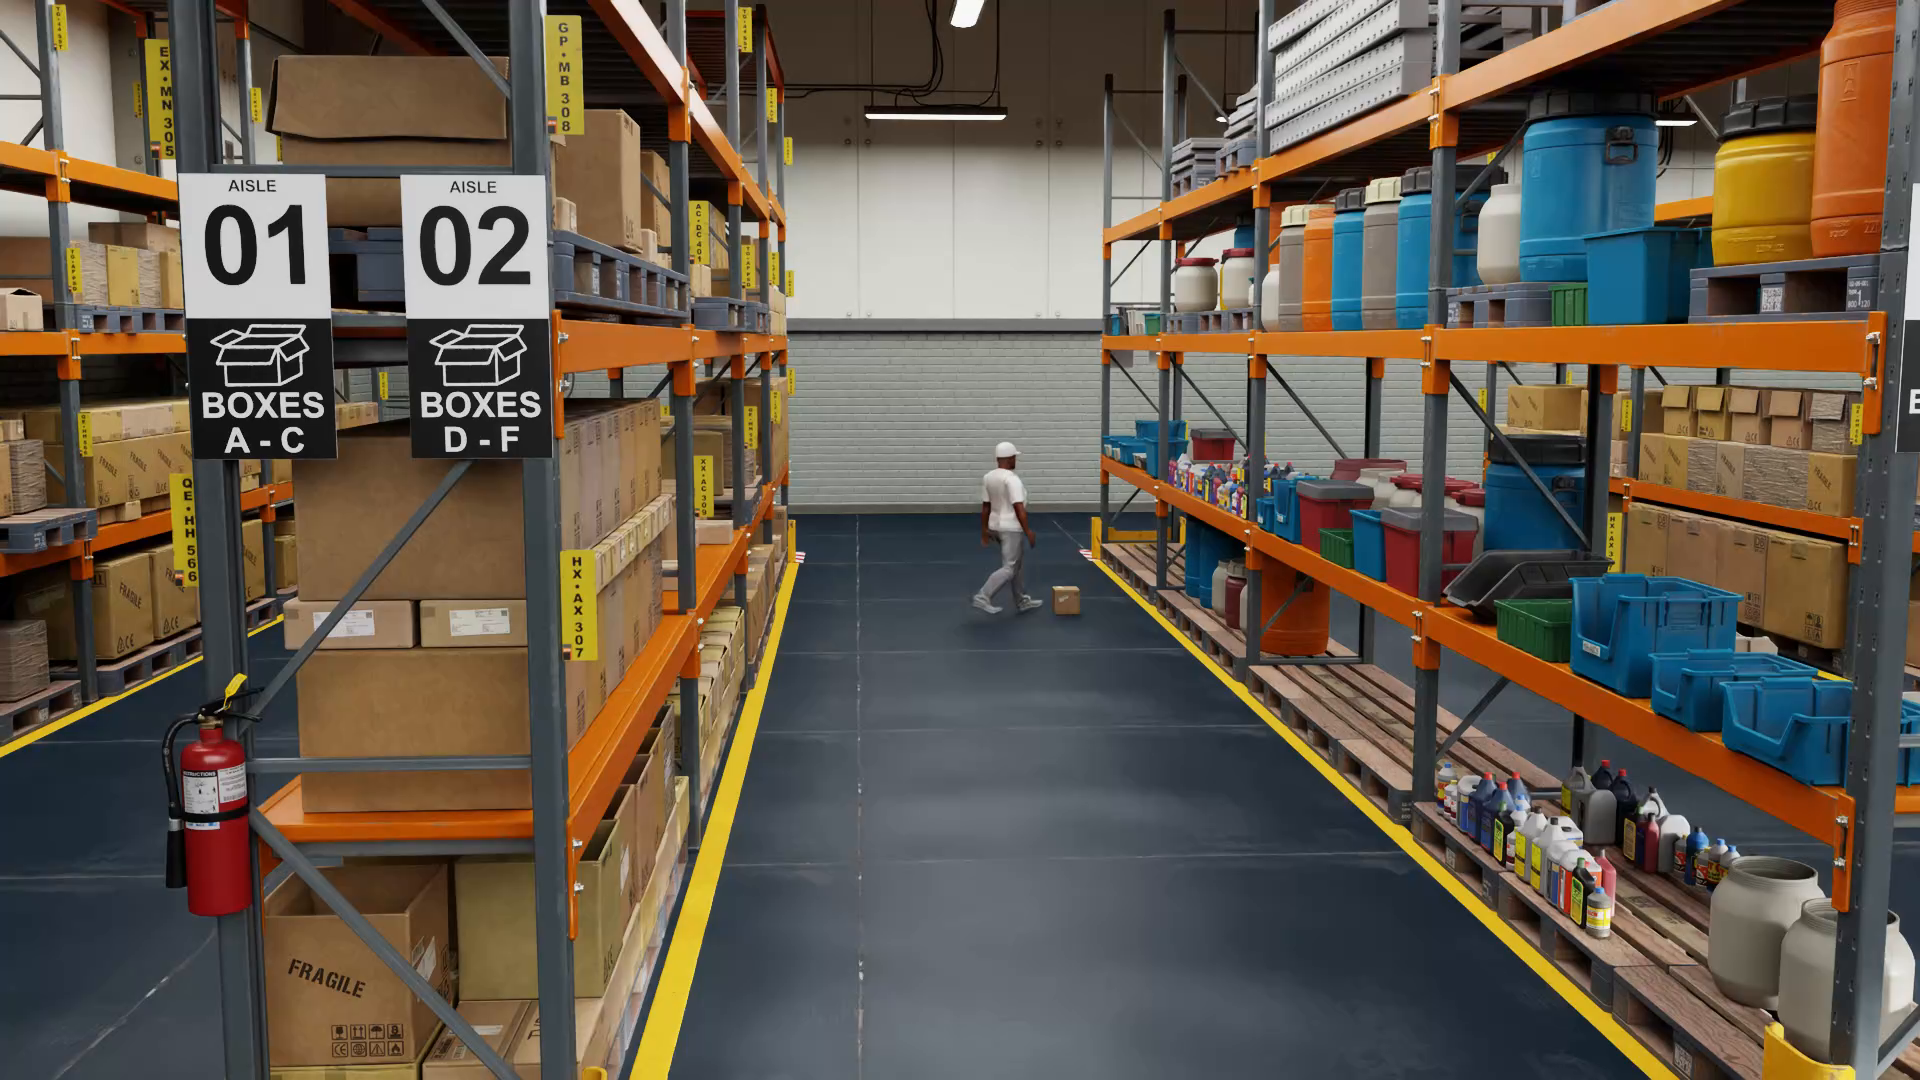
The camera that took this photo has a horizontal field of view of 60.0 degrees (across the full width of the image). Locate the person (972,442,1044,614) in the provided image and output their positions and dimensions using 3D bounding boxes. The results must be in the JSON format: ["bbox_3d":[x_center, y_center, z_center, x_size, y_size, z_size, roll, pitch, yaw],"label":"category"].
[{"bbox_3d":[0.504,-0.110,16.600,0.943,1.734,0.598,-4,8,-28],"label":"person"}]
